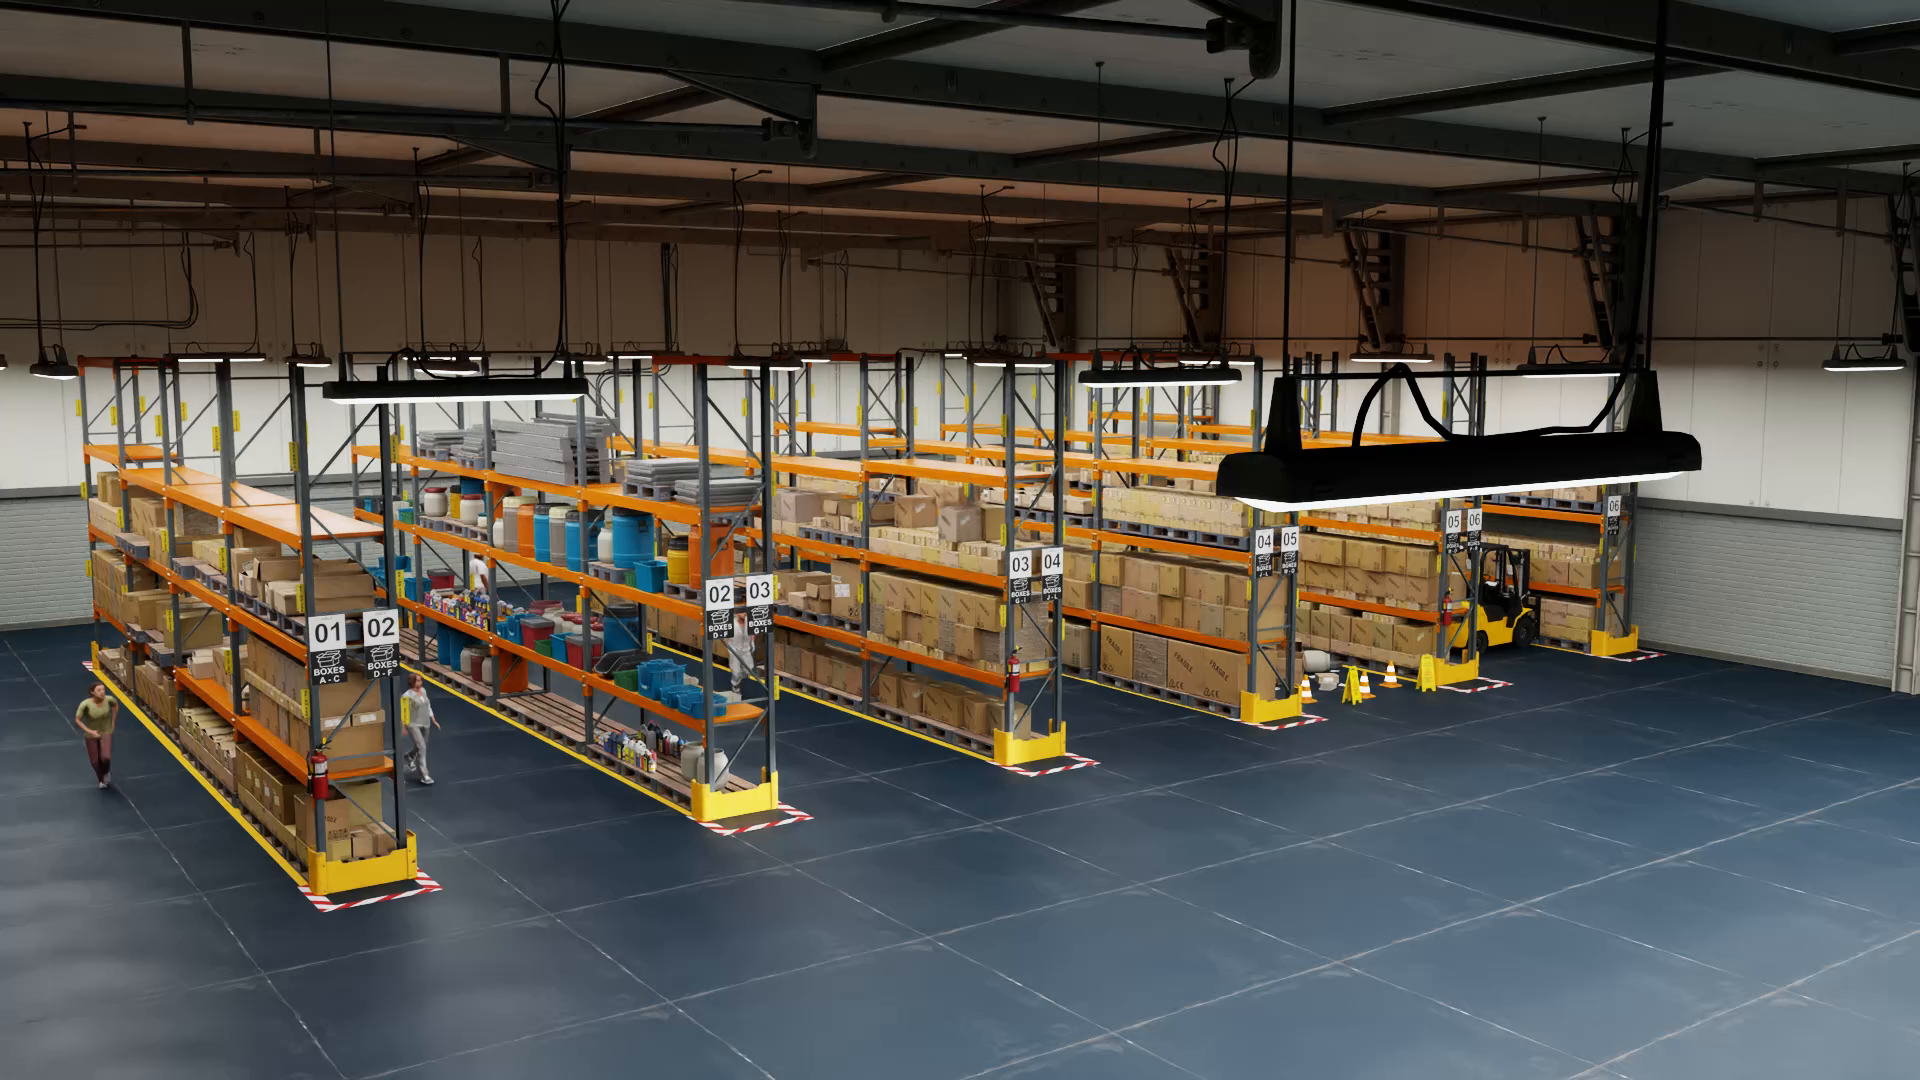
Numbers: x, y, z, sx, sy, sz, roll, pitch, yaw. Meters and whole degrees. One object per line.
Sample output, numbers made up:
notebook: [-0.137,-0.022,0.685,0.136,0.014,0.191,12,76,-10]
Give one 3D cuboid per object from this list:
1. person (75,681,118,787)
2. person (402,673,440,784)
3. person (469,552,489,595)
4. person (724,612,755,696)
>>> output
person: [-12.092,2.728,23.335,0.527,1.580,0.691,-3,8,-23]
person: [-7.778,2.657,23.840,0.899,1.551,0.487,5,9,38]
person: [-10.546,1.042,36.337,0.692,1.762,0.606,-6,9,-41]
person: [-3.896,1.947,29.343,0.673,1.689,0.613,-3,8,-26]
